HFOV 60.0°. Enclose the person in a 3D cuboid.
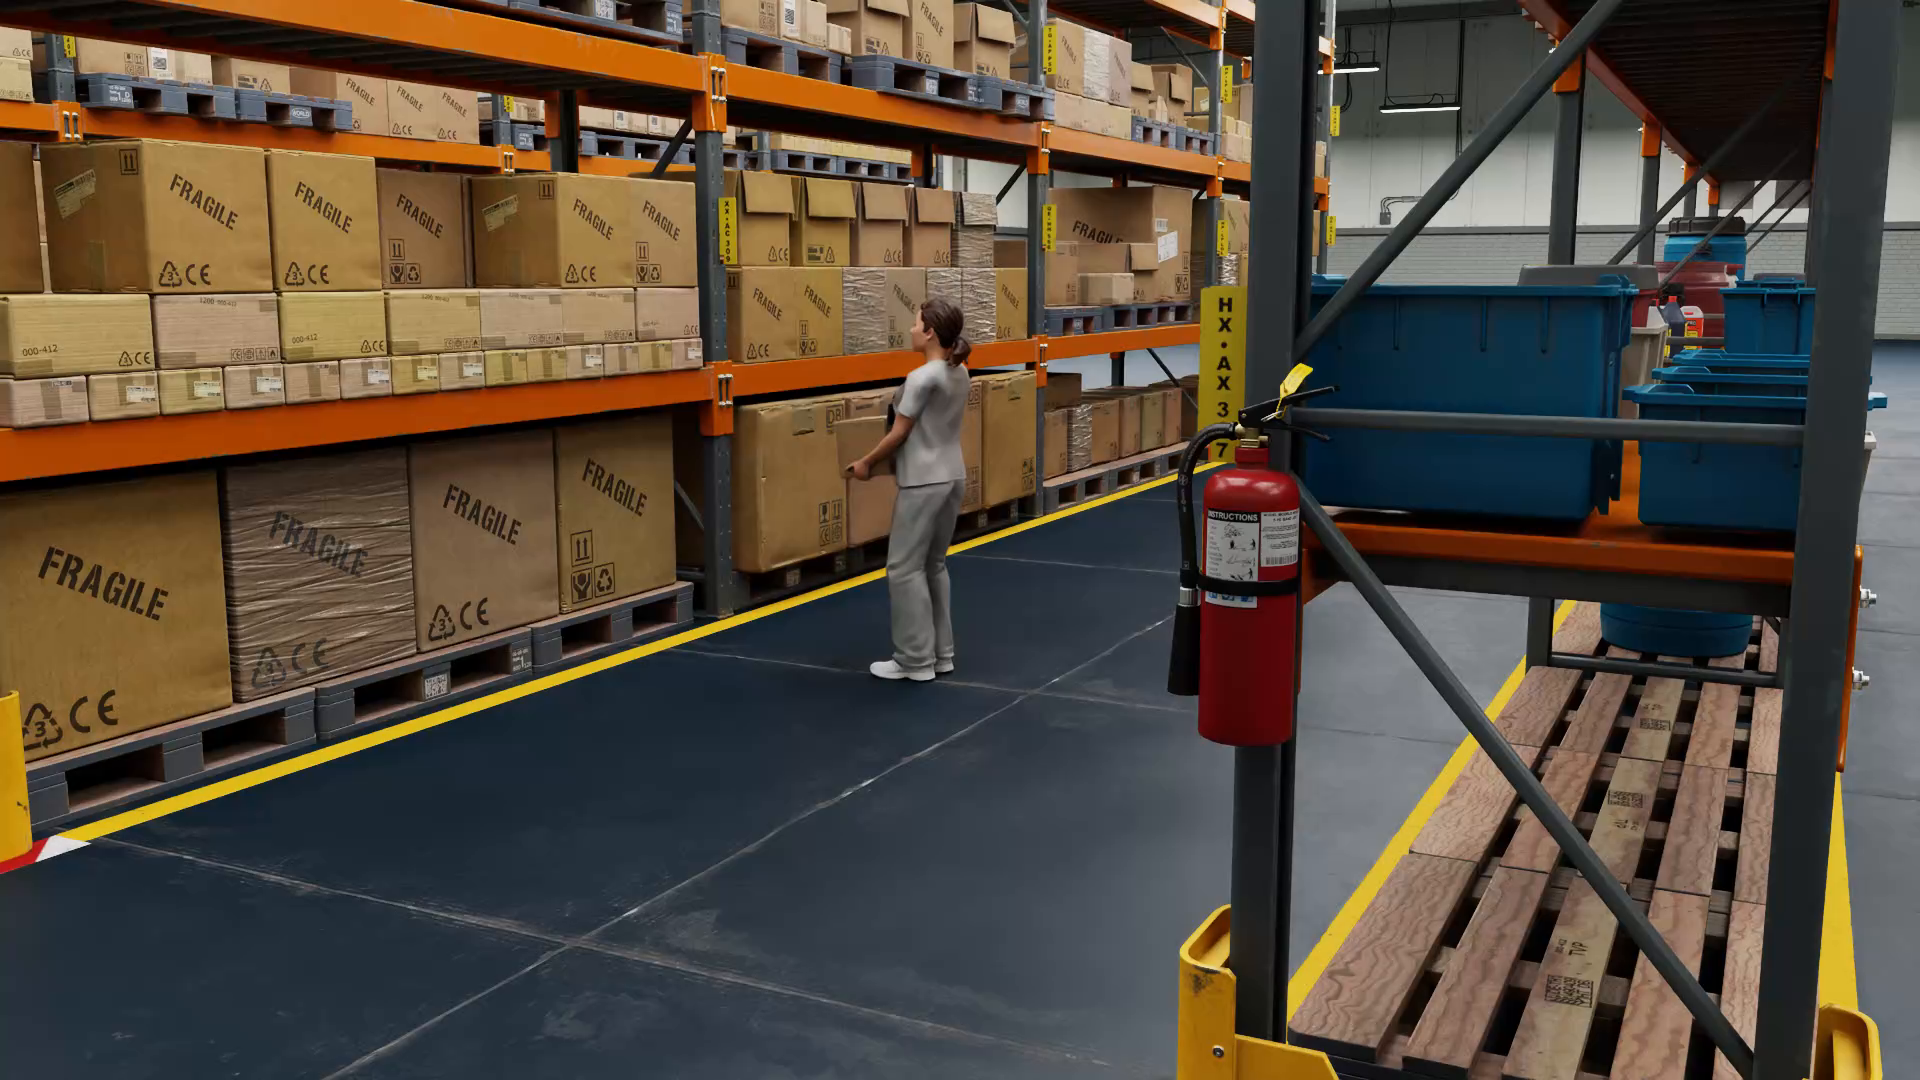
[{"bbox_3d":[-0.197,-0.220,7.282,0.556,1.665,0.436,5,10,27],"label":"person"}]
